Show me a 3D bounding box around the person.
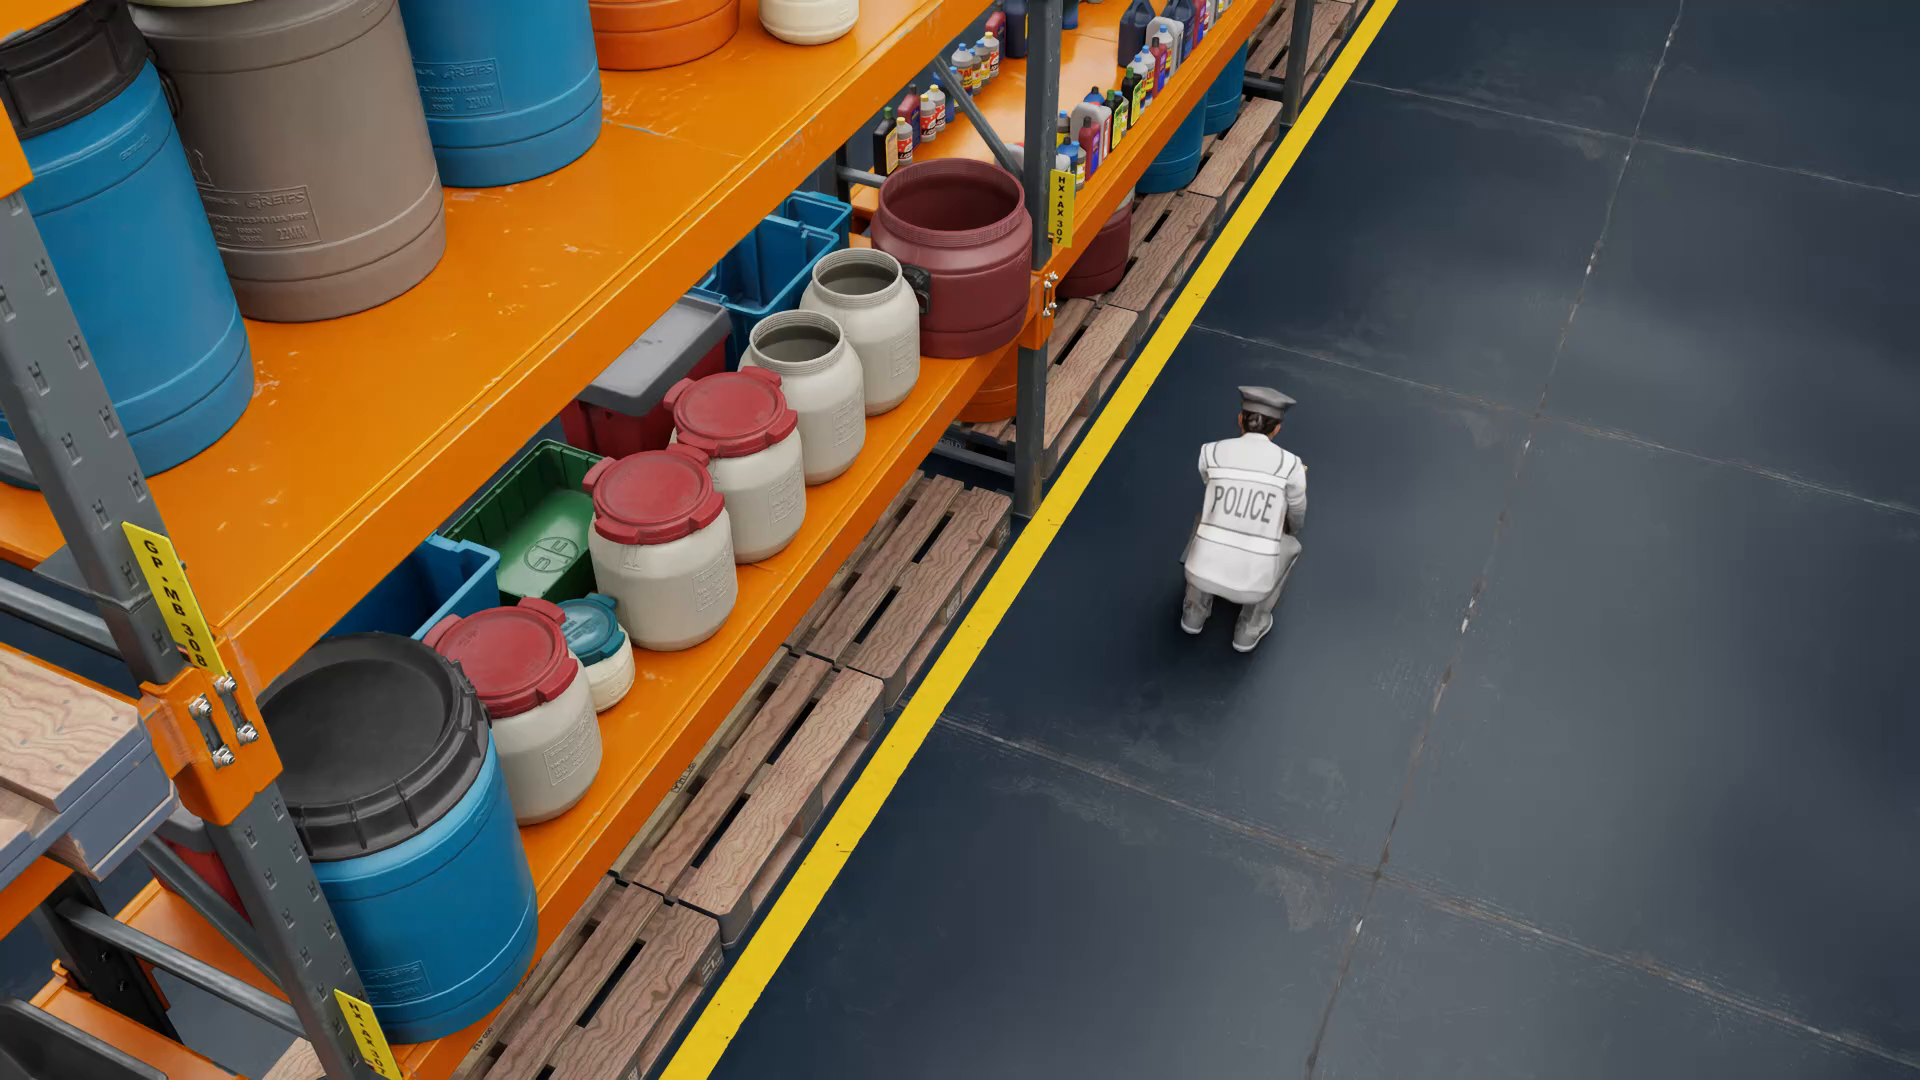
[{"bbox_3d":[1.166,-0.095,6.785,0.466,0.980,0.839,17,45,17],"label":"person"}]
